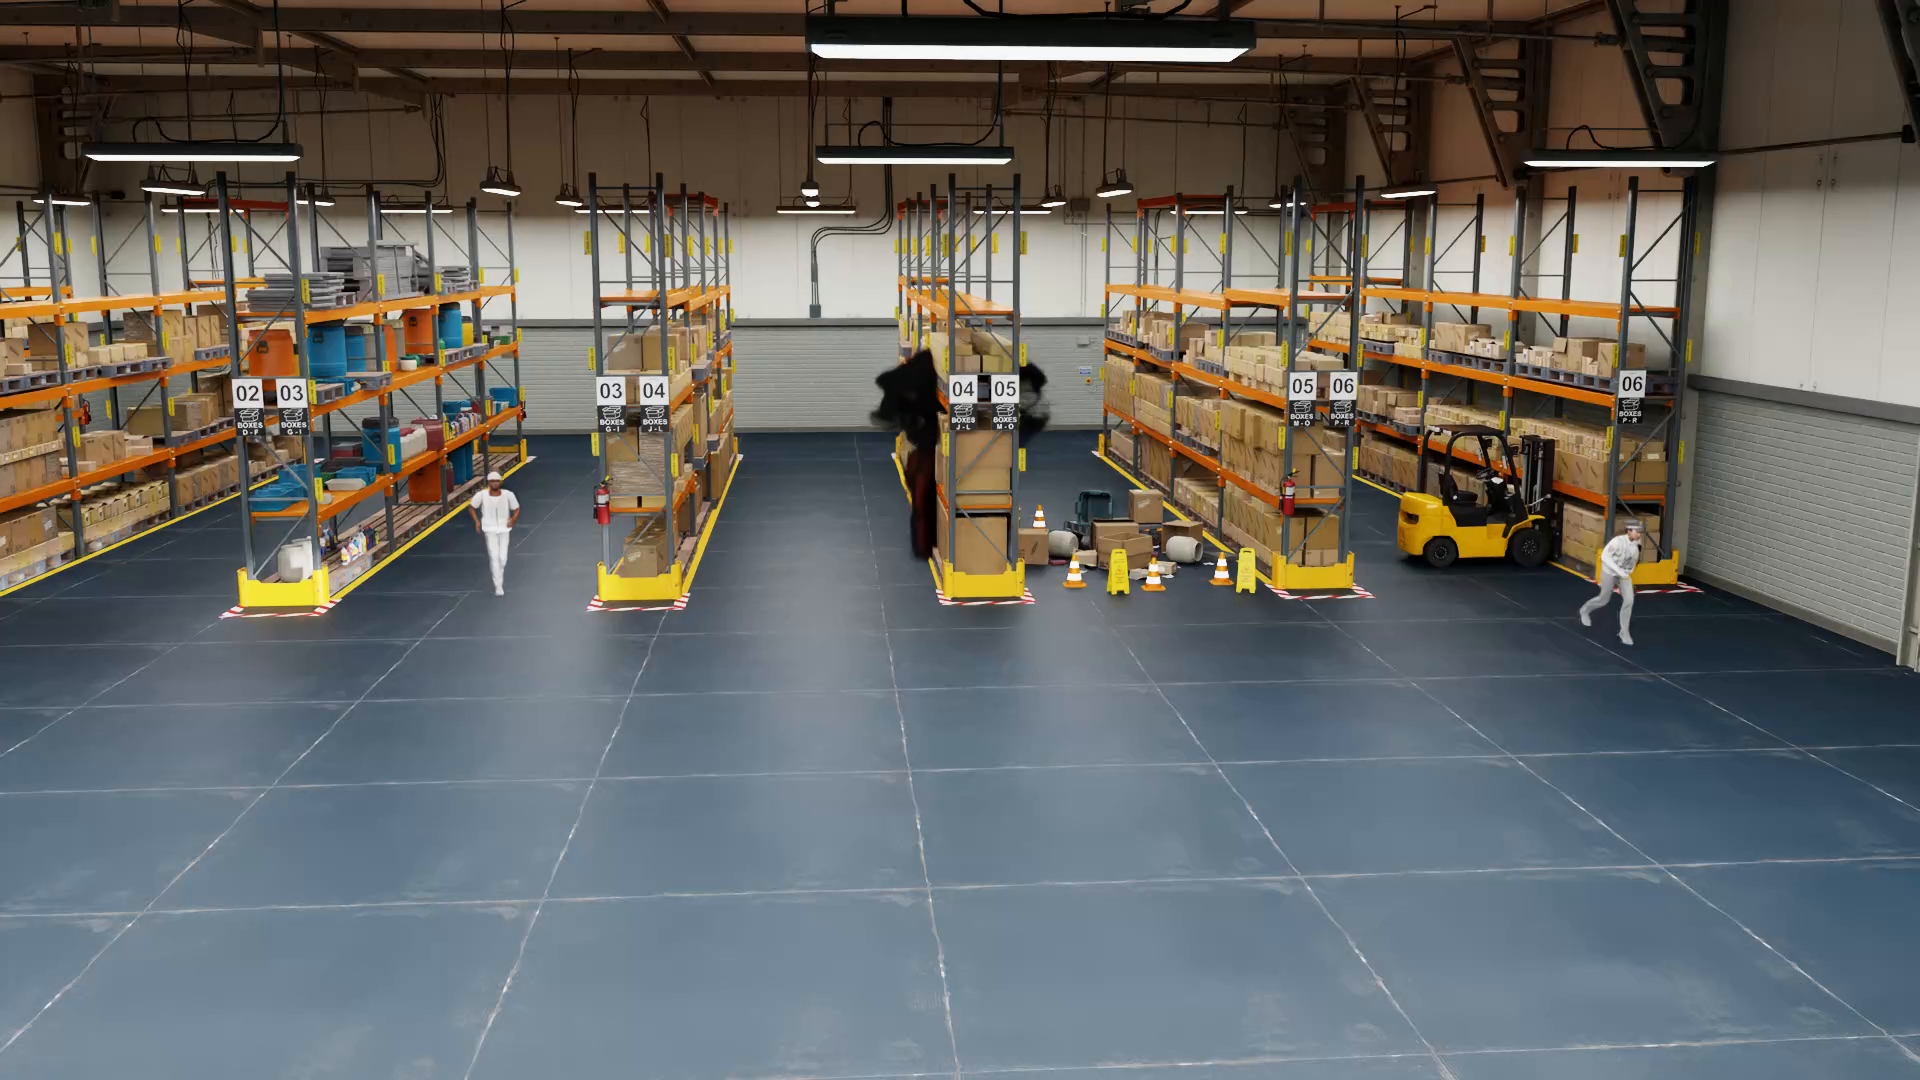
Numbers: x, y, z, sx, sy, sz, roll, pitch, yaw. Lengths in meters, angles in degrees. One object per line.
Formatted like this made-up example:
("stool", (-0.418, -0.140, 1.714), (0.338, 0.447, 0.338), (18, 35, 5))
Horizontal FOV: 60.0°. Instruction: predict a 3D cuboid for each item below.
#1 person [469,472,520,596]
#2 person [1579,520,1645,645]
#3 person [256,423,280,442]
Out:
("person", (-6.804, -0.128, 24.401), (0.704, 1.781, 0.887), (-4, 11, -23))
("person", (8.432, 0.487, 21.484), (0.654, 1.627, 0.945), (-4, 11, -24))
("person", (-16.536, -2.844, 39.815), (0.627, 1.741, 0.656), (-2, 10, -10))
